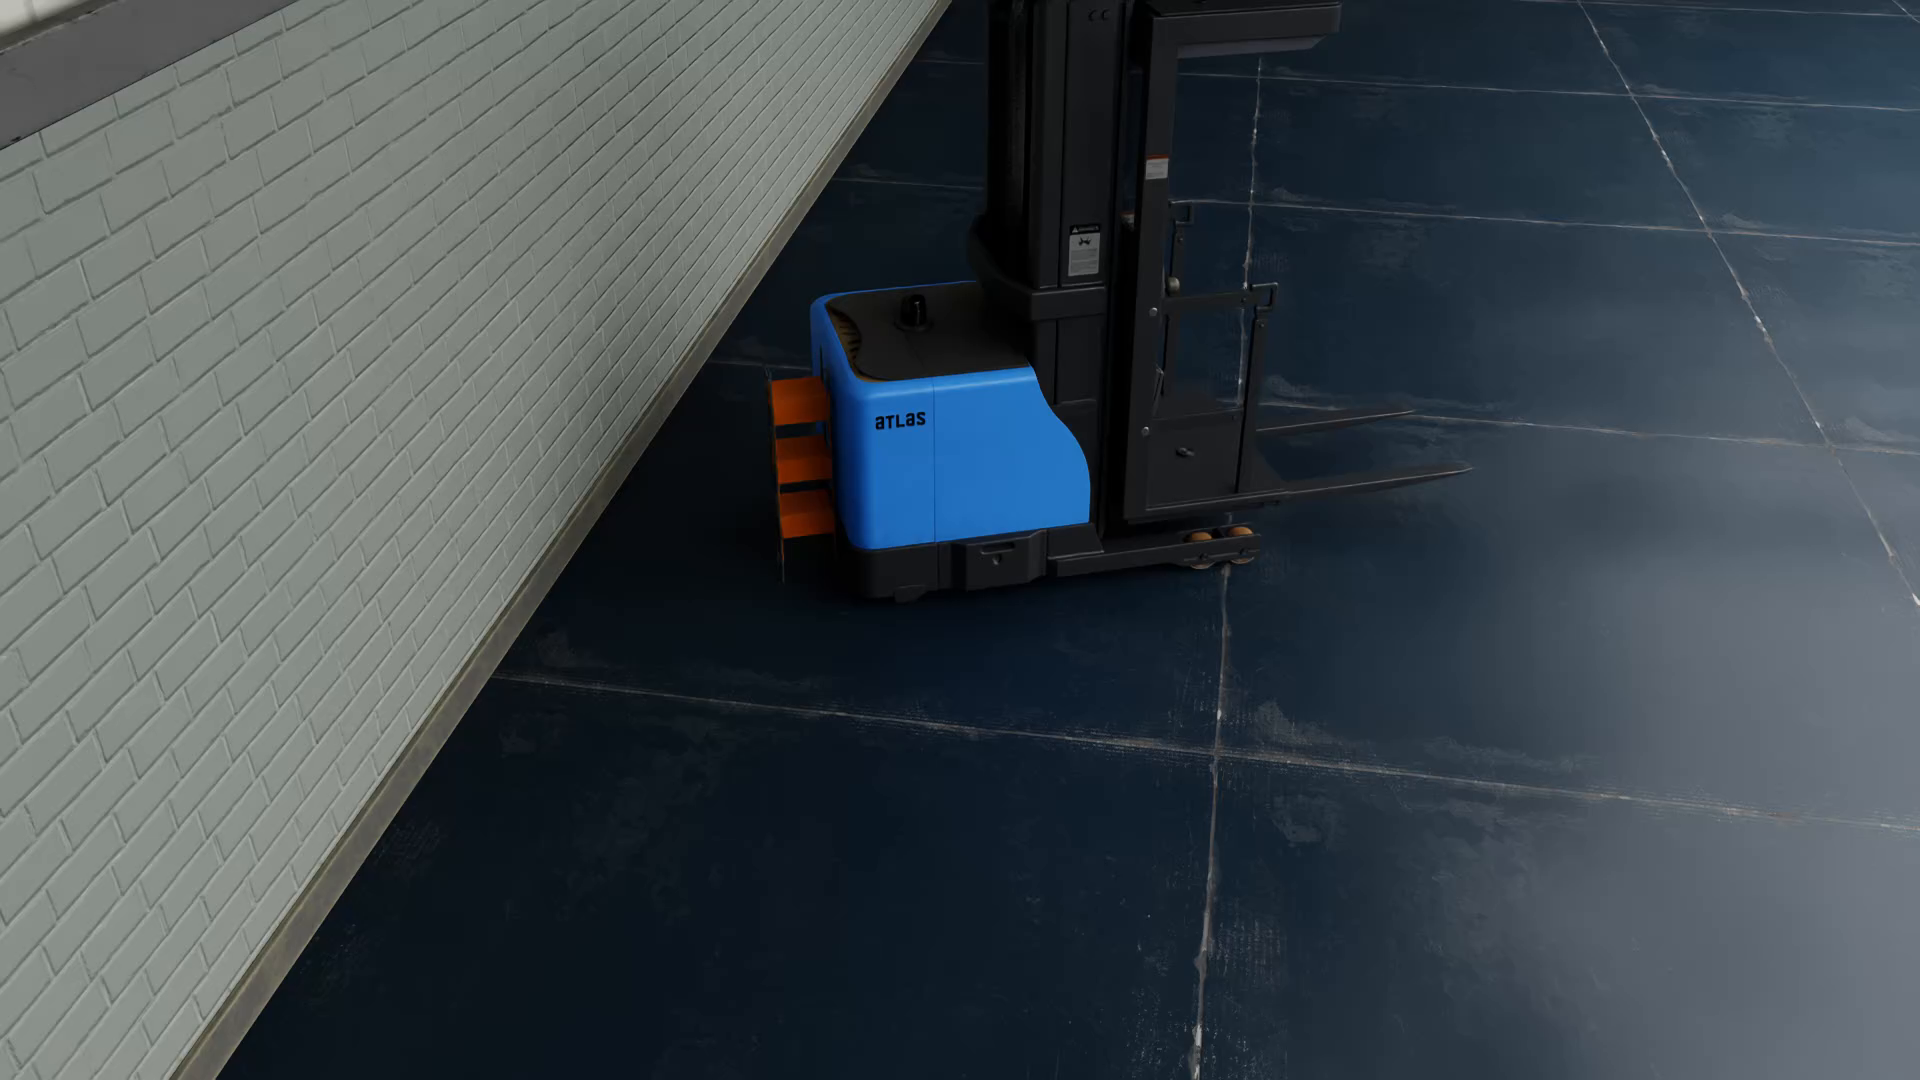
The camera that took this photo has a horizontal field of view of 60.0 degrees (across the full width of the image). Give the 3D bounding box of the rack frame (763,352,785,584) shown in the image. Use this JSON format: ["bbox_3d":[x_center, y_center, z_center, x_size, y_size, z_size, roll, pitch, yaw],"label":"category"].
[{"bbox_3d":[-0.809,-0.300,7.239,0.008,1.050,0.200,-7,33,-12],"label":"rack frame"}]

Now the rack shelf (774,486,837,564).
[{"bbox_3d":[-0.690,-0.070,7.417,0.240,0.259,0.215,-7,33,-12],"label":"rack shelf"}]

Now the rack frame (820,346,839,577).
[{"bbox_3d":[-0.572,-0.330,7.288,0.008,1.050,0.200,-7,33,-12],"label":"rack frame"}]

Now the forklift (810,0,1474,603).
[{"bbox_3d":[0.885,-1.374,7.183,3.031,2.935,1.130,-7,33,-12],"label":"forklift"}]

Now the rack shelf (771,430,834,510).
[{"bbox_3d":[-0.690,-0.306,7.269,0.240,0.259,0.215,-7,33,-12],"label":"rack shelf"}]

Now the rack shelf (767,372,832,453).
[{"bbox_3d":[-0.690,-0.547,7.119,0.240,0.259,0.215,-7,33,-12],"label":"rack shelf"}]

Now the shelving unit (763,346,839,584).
[{"bbox_3d":[-0.690,-0.315,7.264,0.252,1.050,0.215,-7,33,-12],"label":"shelving unit"}]
